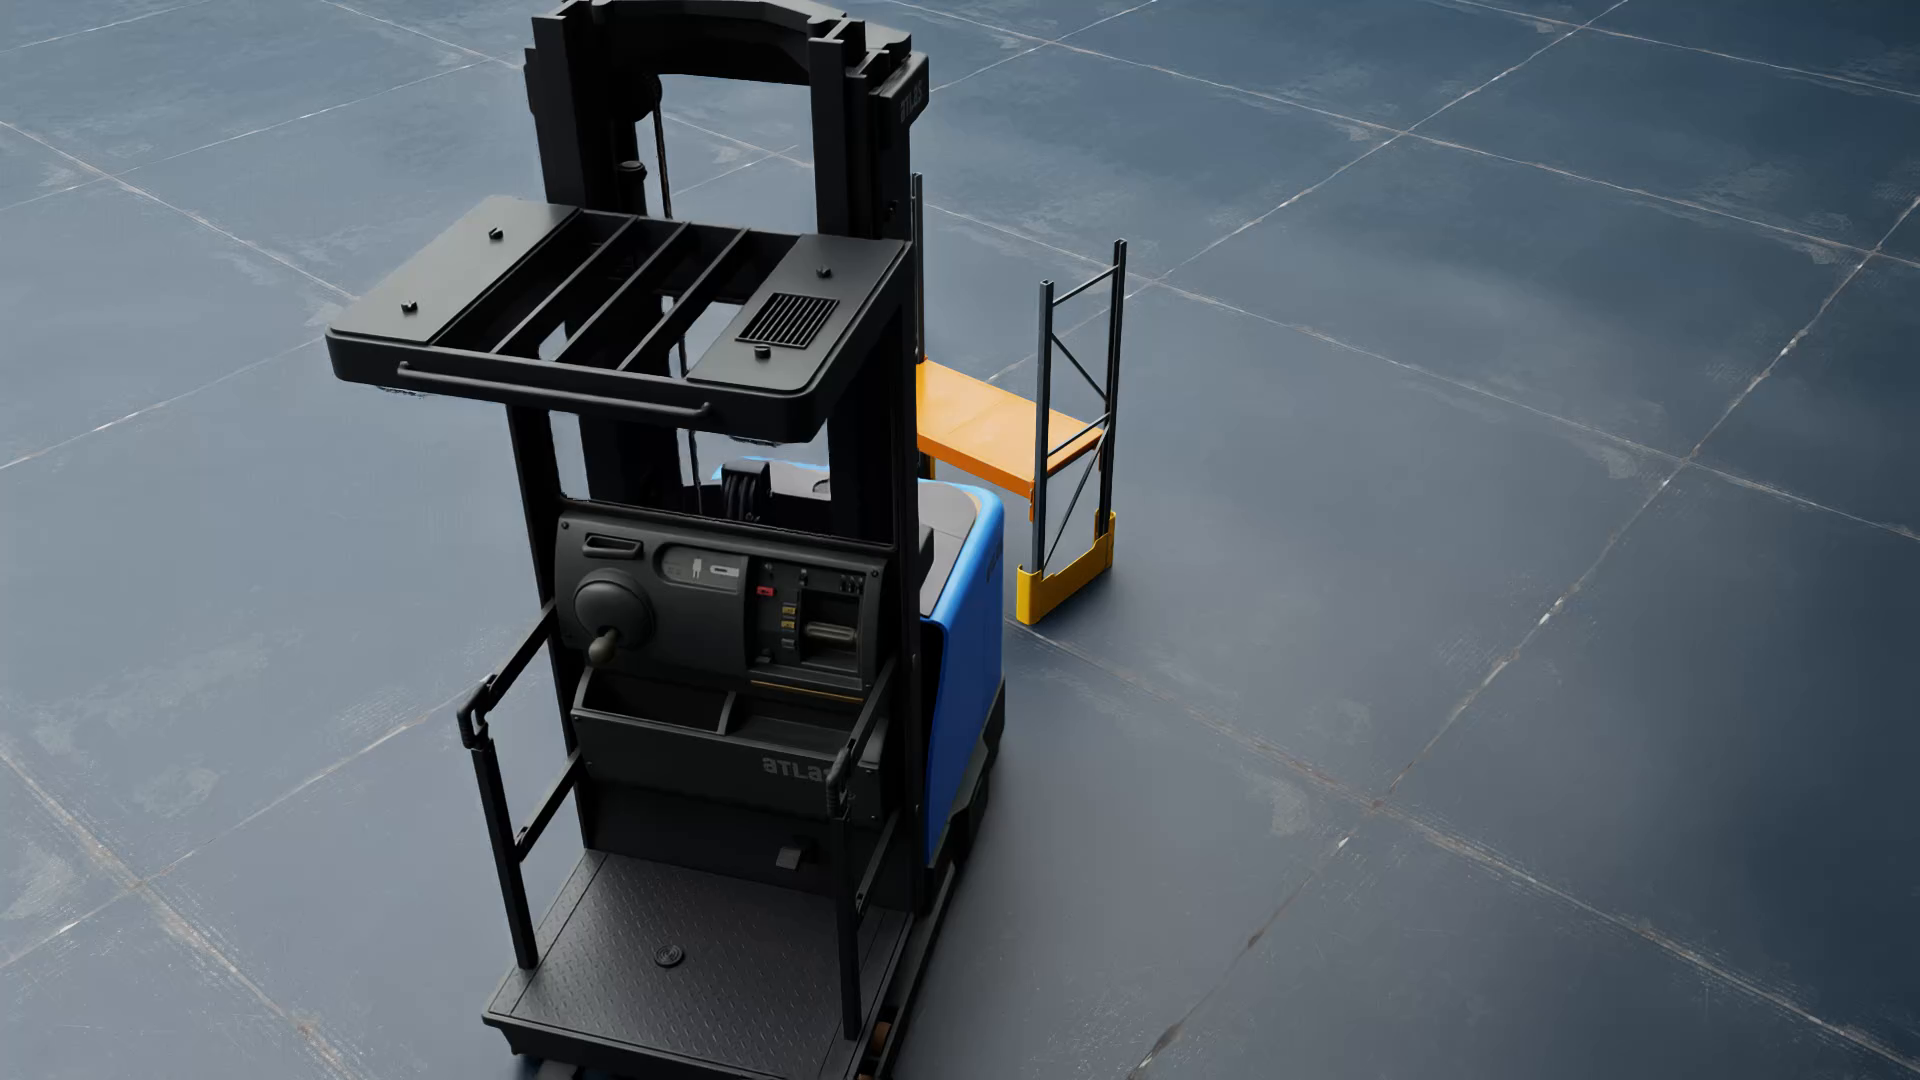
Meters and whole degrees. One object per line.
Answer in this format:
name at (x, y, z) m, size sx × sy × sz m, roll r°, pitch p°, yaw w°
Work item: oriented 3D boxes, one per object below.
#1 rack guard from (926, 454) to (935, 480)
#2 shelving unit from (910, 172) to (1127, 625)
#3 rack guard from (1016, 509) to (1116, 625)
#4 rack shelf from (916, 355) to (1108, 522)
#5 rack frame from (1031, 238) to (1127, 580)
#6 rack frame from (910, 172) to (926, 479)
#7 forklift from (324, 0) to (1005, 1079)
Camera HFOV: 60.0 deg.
rack guard at (-0.324, -0.256, 7.402) m, size 0.087 × 0.250 × 0.587 m, roll 25°, pitch 42°, yaw 32°
shelving unit at (0.059, -0.591, 6.785) m, size 1.083 × 1.500 × 0.587 m, roll 25°, pitch 42°, yaw 32°
rack guard at (0.441, 0.105, 6.876) m, size 0.087 × 0.250 × 0.587 m, roll 25°, pitch 42°, yaw 32°
rack shelf at (0.066, -0.439, 6.882) m, size 1.000 × 0.185 × 0.538 m, roll 25°, pitch 42°, yaw 32°
rack frame at (0.456, -0.403, 6.512) m, size 0.032 × 1.500 × 0.500 m, roll 25°, pitch 42°, yaw 32°
rack frame at (-0.325, -0.771, 7.049) m, size 0.032 × 1.500 × 0.500 m, roll 25°, pitch 42°, yaw 32°
forklift at (-0.708, 0.241, 4.311) m, size 1.130 × 2.935 × 3.031 m, roll 9°, pitch 35°, yaw 12°
